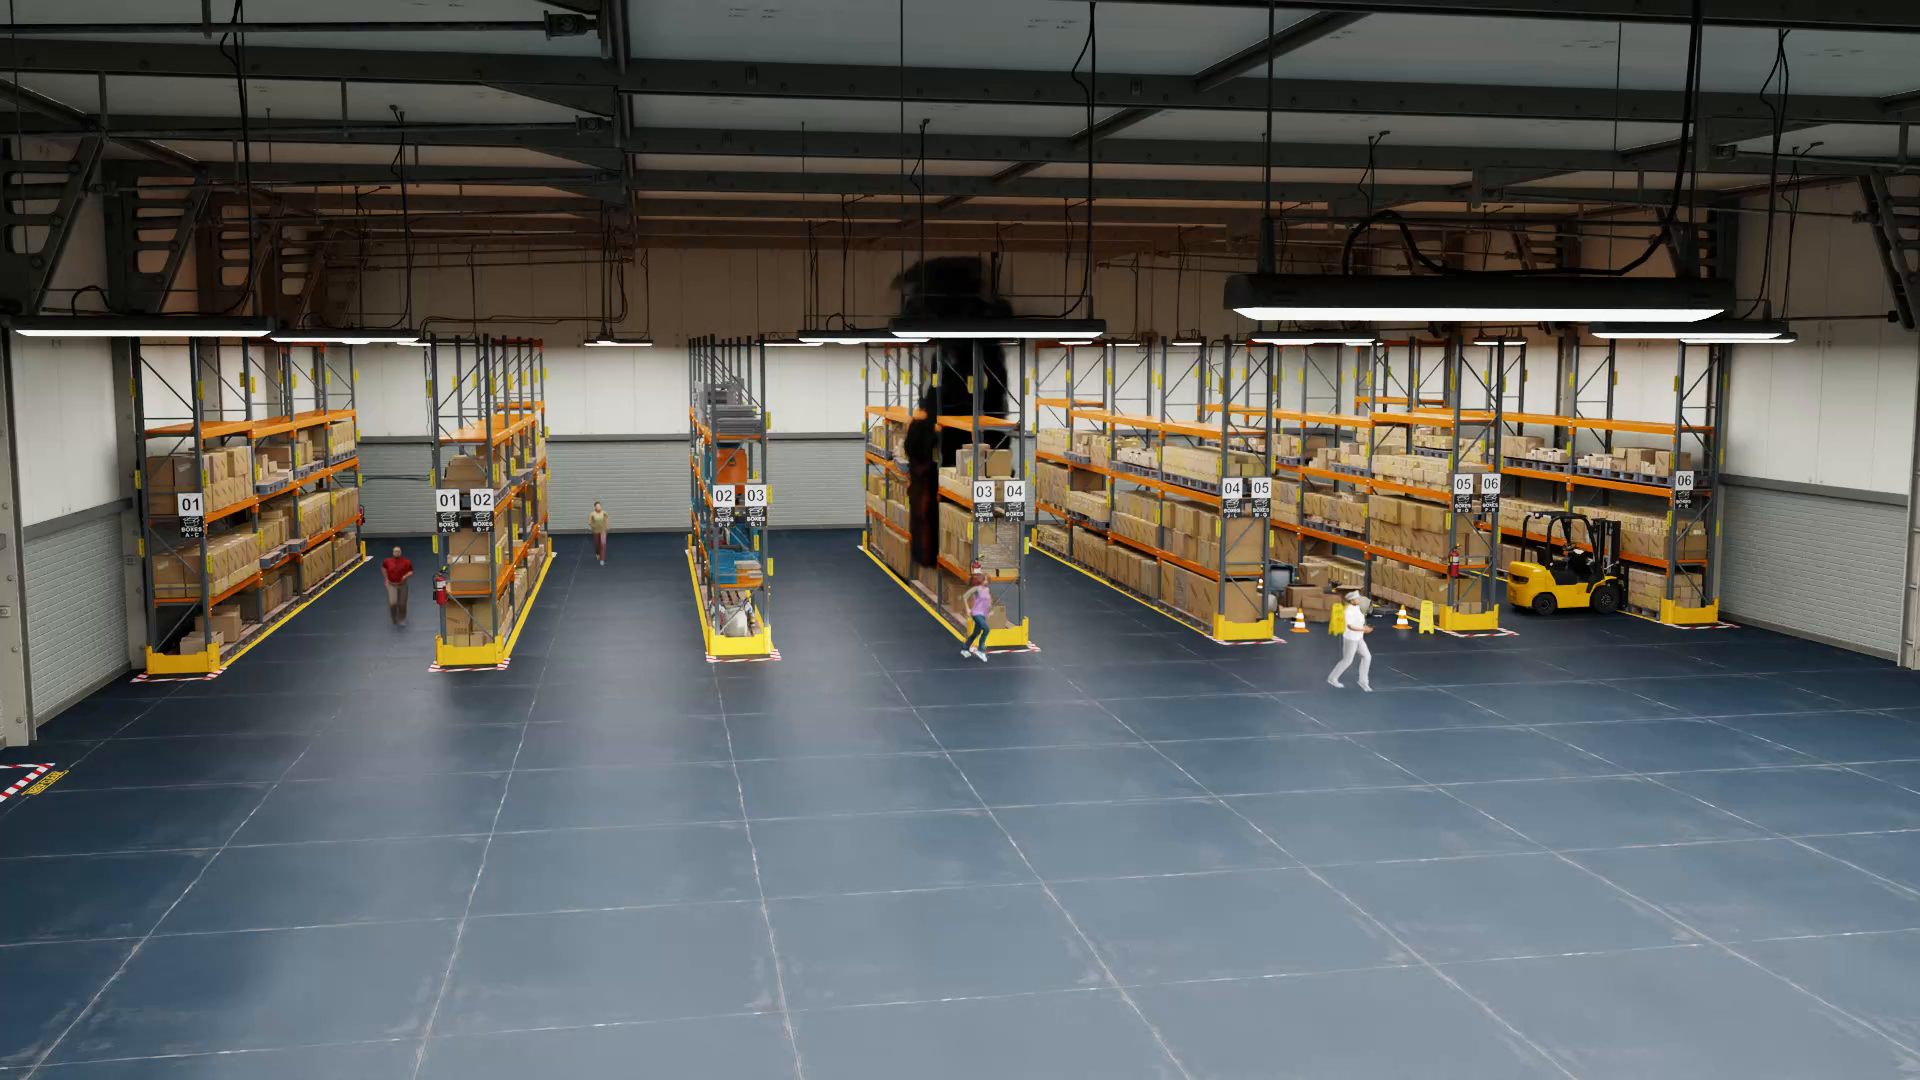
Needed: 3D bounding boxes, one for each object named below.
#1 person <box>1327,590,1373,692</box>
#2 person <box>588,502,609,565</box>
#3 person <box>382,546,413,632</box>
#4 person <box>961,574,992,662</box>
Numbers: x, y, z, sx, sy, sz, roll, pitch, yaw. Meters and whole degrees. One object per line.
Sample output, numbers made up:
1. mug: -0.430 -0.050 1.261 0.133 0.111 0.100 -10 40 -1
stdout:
1. person: 6.574 1.699 27.956 0.759 1.750 0.581 4 8 30
2. person: -9.688 -0.196 44.621 0.566 1.676 0.904 -2 7 -15
3. person: -11.491 1.004 34.021 0.573 1.777 0.867 -3 7 -22
4. person: 0.347 1.414 30.838 0.660 1.574 0.549 5 8 36
